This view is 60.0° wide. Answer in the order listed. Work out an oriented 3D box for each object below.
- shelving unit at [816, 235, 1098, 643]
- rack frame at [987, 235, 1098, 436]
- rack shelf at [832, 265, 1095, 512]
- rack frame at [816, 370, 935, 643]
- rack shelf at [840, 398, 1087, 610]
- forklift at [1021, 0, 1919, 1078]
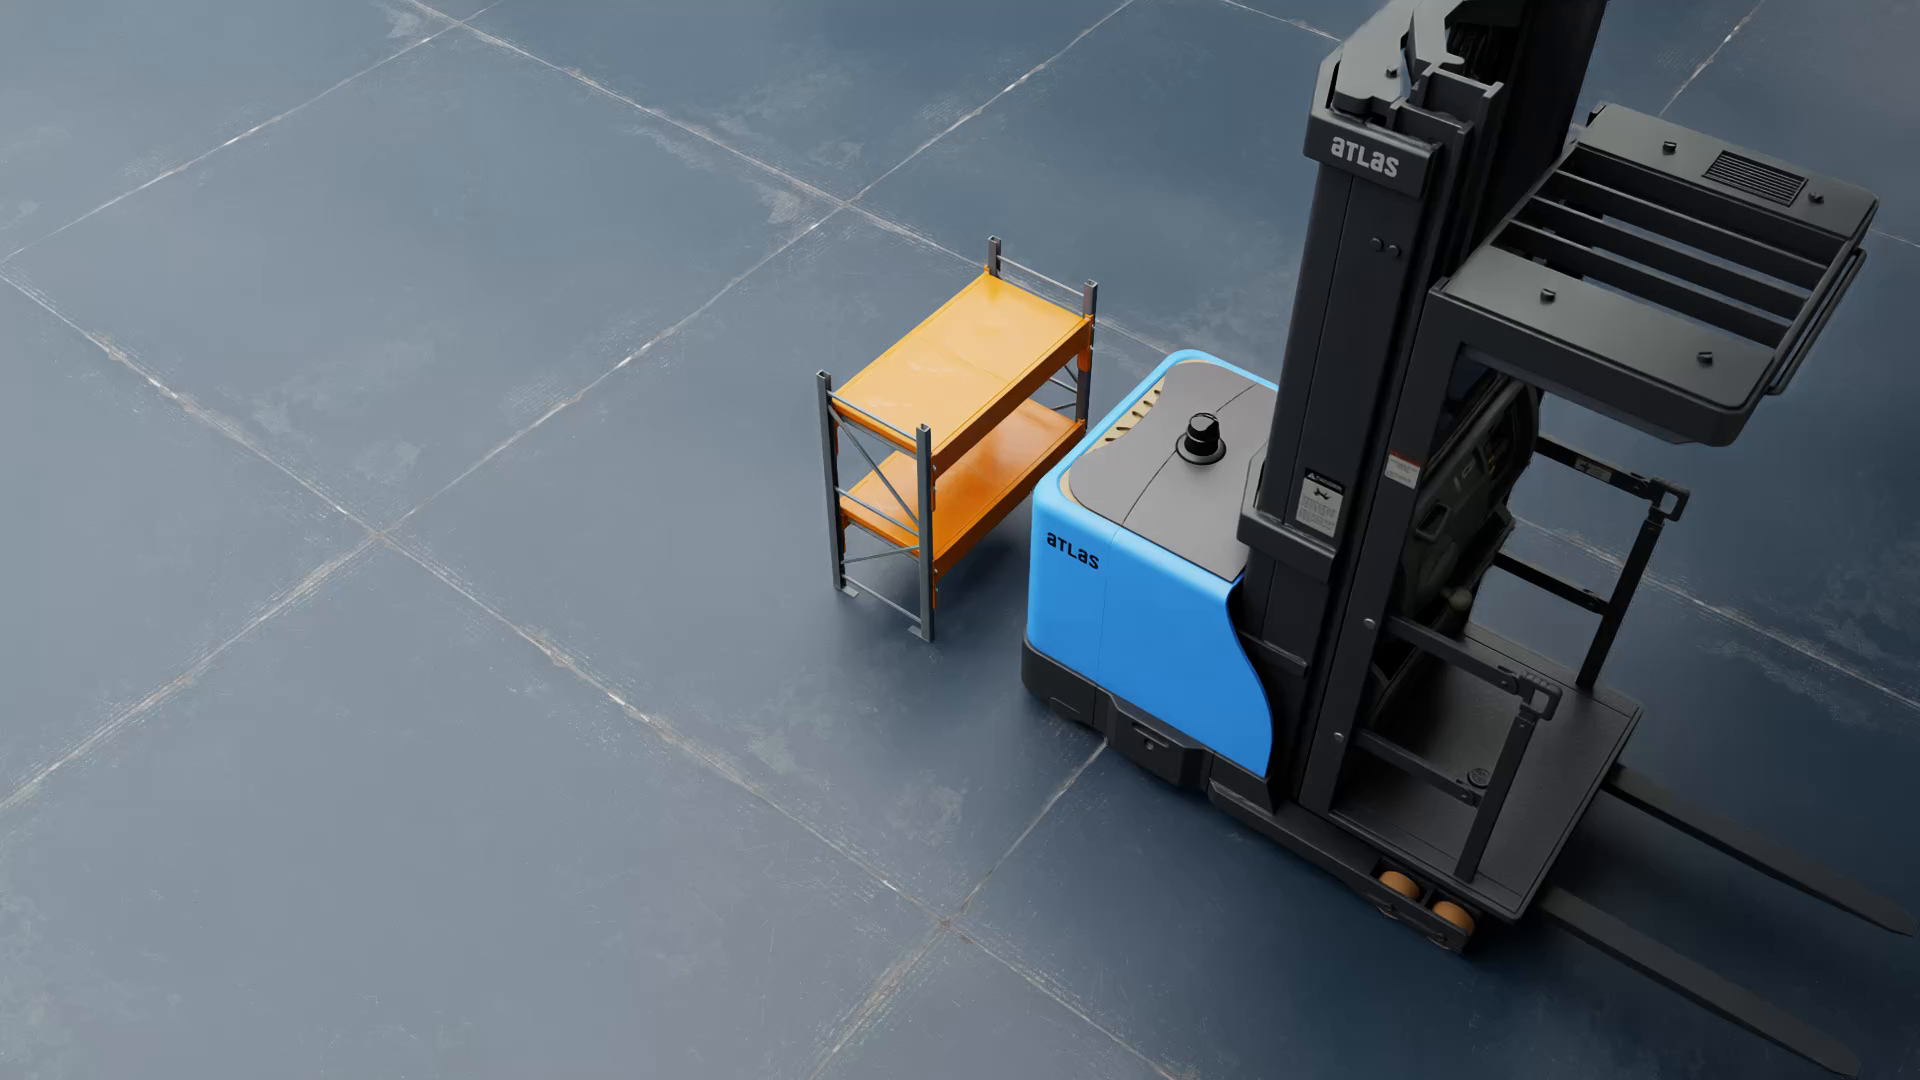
[{"bbox_3d":[0.004,-0.392,6.512,0.538,1.125,1.048,29,53,25],"label":"shelving unit"},{"bbox_3d":[0.315,-0.683,6.790,0.500,1.125,0.032,29,53,25],"label":"rack frame"},{"bbox_3d":[0.004,-0.595,6.300,0.538,0.278,1.000,29,53,25],"label":"rack shelf"},{"bbox_3d":[-0.307,-0.102,6.234,0.500,1.125,0.032,29,53,25],"label":"rack frame"},{"bbox_3d":[0.004,-0.224,6.688,0.538,0.278,1.000,29,53,25],"label":"rack shelf"},{"bbox_3d":[1.714,-0.077,4.961,3.031,2.935,1.130,29,53,25],"label":"forklift"}]
